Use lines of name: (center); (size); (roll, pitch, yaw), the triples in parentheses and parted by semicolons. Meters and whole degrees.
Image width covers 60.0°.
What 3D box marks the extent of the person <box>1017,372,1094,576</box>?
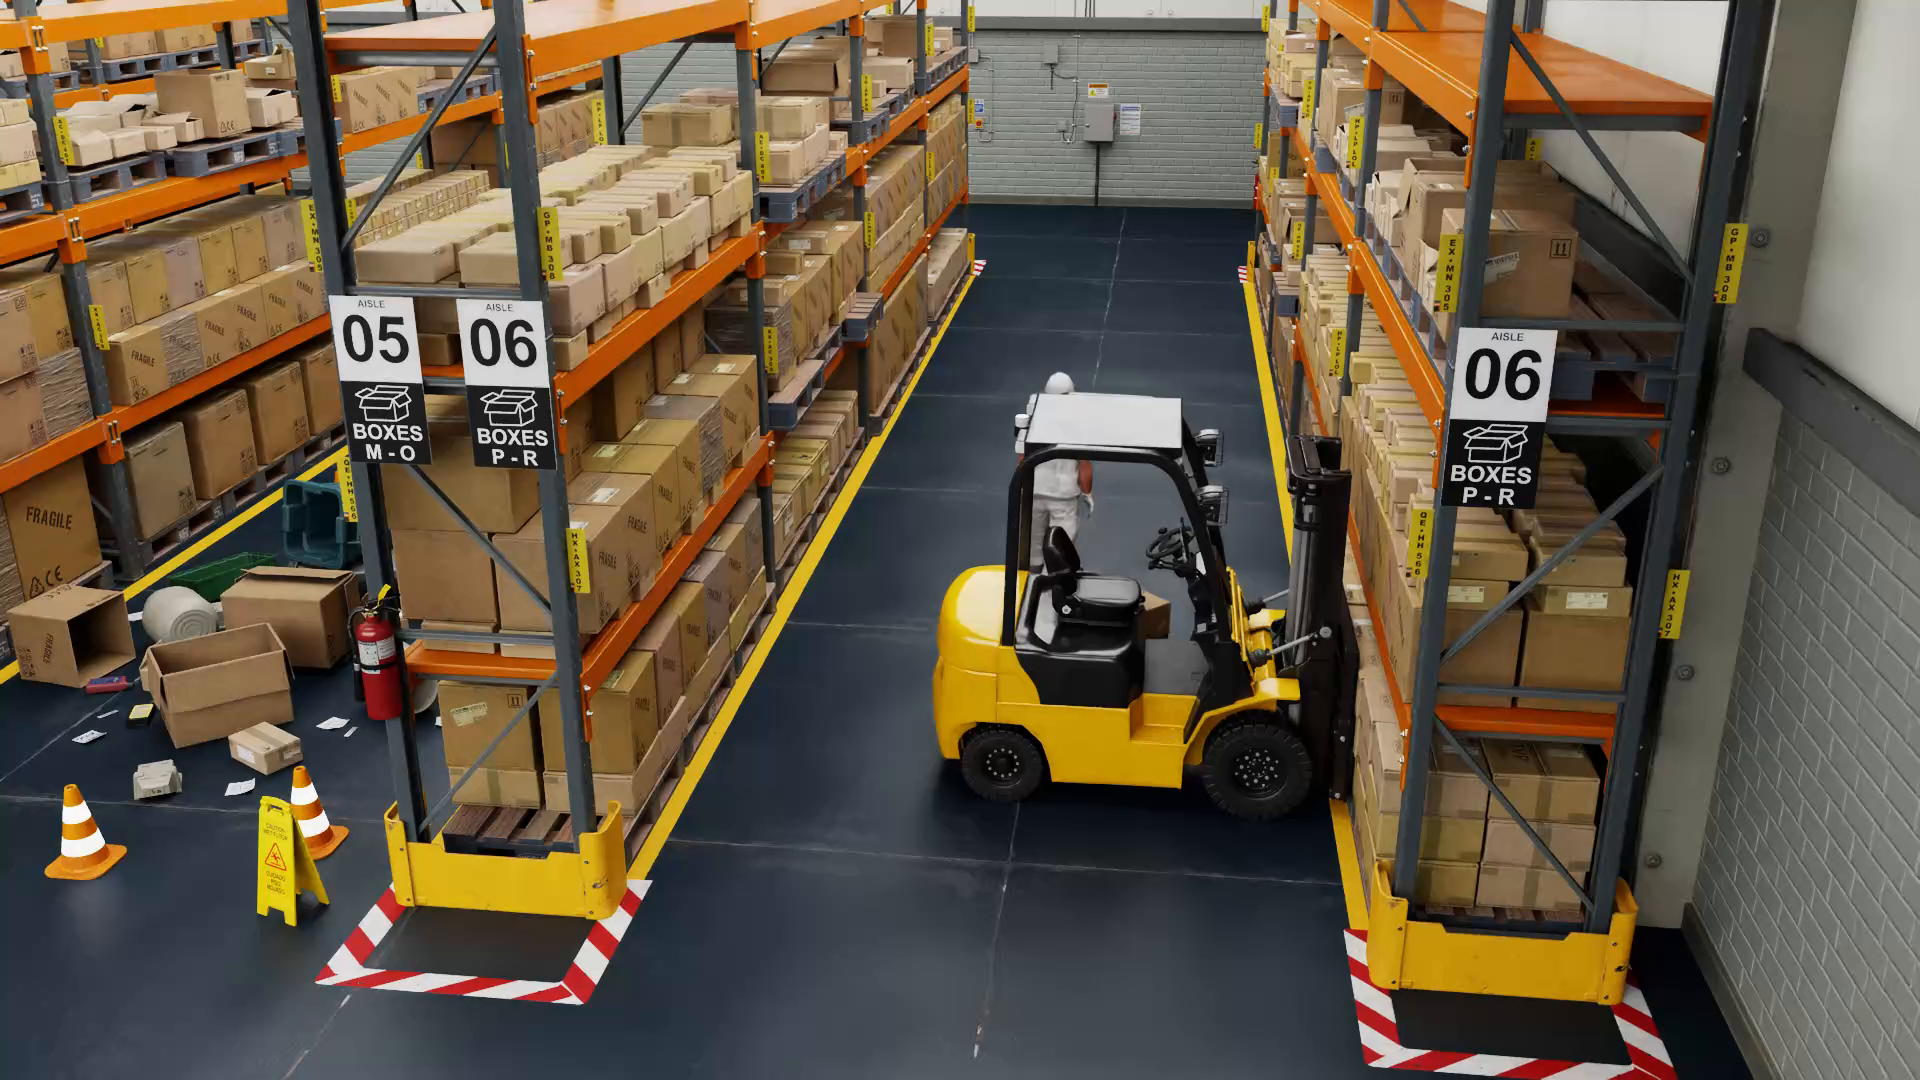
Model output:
person: (0.669, -0.358, 11.966); (0.645, 1.750, 0.890); (10, 23, 25)
